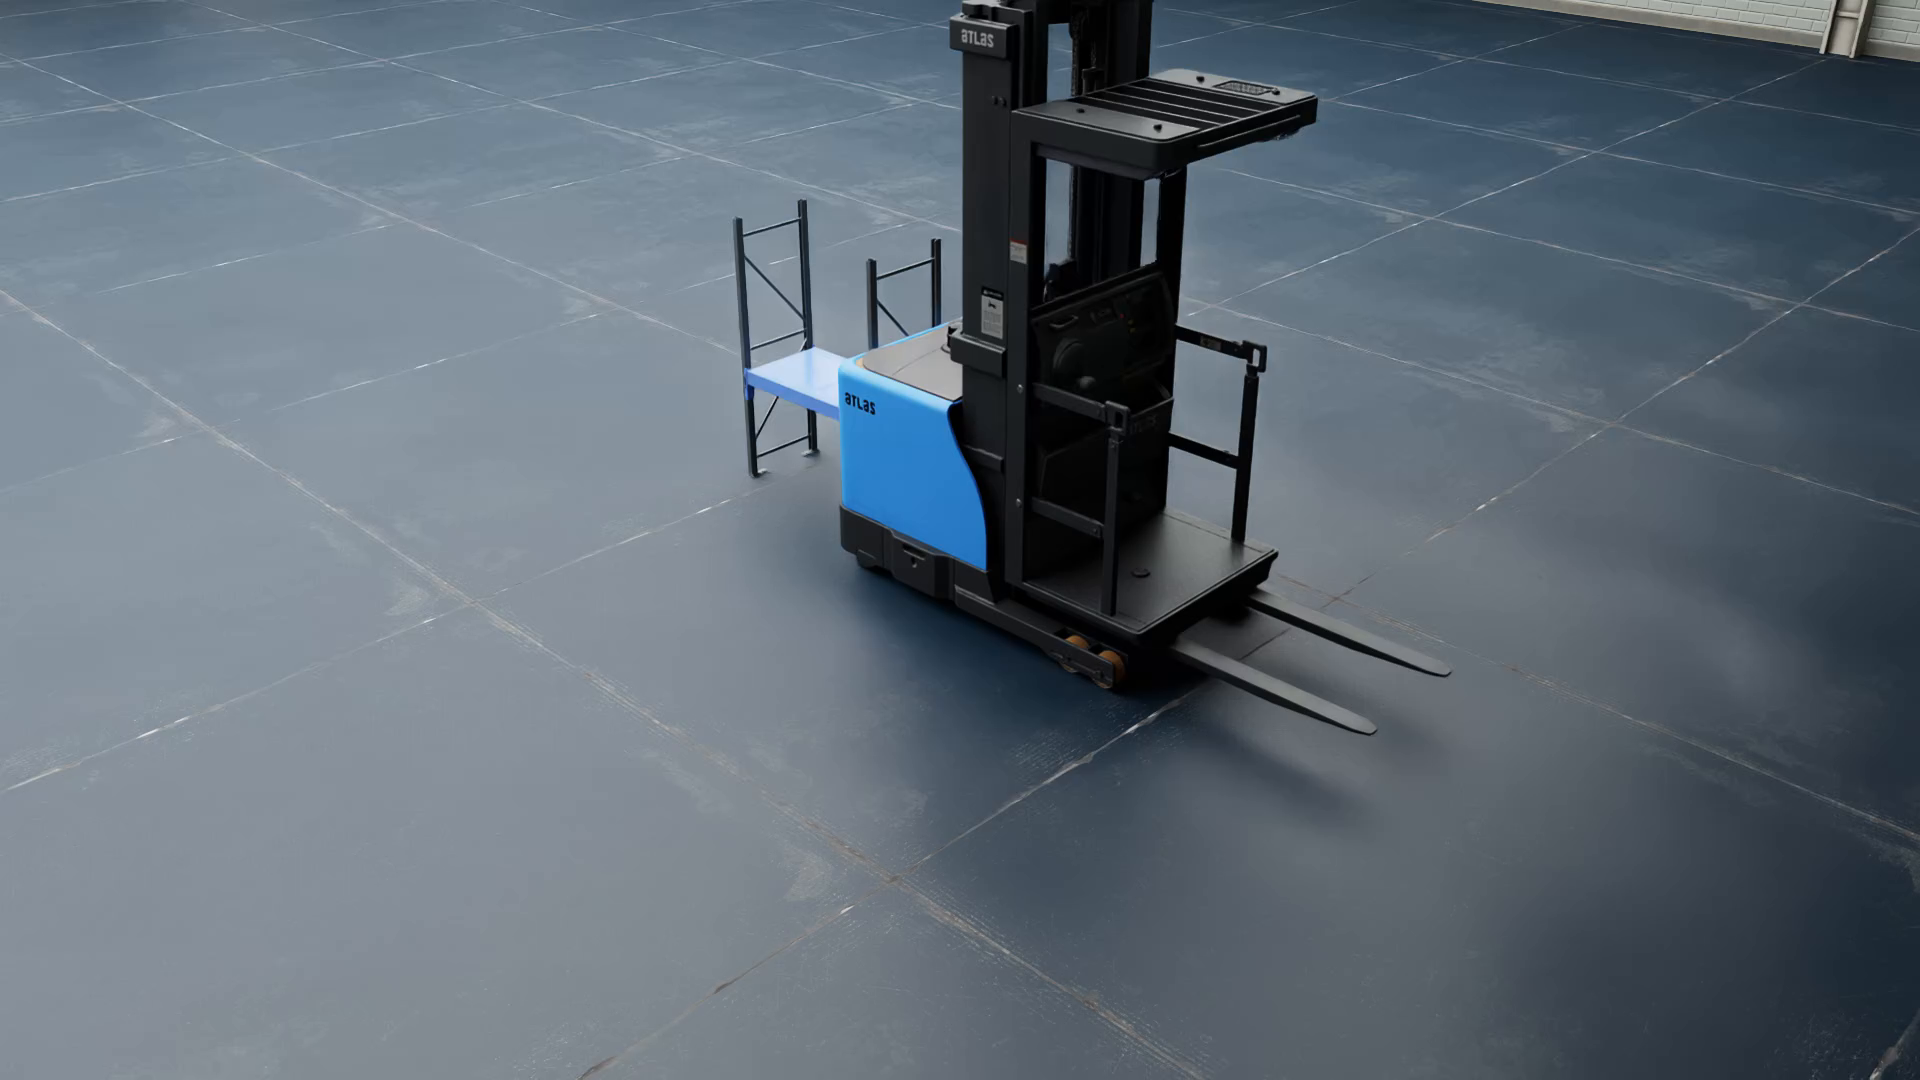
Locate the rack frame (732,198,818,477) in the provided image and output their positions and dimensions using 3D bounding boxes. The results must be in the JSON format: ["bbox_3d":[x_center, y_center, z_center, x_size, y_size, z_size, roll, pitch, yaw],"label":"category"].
[{"bbox_3d":[-1.017,-1.111,9.251,0.032,1.500,0.500,24,36,38],"label":"rack frame"}]

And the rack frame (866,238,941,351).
[{"bbox_3d":[-0.279,-0.785,8.632,0.032,1.500,0.500,24,36,38],"label":"rack frame"}]

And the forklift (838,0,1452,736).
[{"bbox_3d":[0.802,-0.904,7.320,3.031,2.935,1.130,24,36,38],"label":"forklift"}]

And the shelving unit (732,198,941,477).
[{"bbox_3d":[-0.648,-0.948,8.941,1.048,1.500,0.538,24,36,38],"label":"shelving unit"}]

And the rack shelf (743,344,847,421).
[{"bbox_3d":[-0.648,-0.789,9.025,1.000,0.185,0.538,24,36,38],"label":"rack shelf"}]

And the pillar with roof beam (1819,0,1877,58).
[{"bbox_3d":[7.438,-8.327,14.918,0.400,9.000,9.100,25,36,38],"label":"pillar with roof beam"}]
